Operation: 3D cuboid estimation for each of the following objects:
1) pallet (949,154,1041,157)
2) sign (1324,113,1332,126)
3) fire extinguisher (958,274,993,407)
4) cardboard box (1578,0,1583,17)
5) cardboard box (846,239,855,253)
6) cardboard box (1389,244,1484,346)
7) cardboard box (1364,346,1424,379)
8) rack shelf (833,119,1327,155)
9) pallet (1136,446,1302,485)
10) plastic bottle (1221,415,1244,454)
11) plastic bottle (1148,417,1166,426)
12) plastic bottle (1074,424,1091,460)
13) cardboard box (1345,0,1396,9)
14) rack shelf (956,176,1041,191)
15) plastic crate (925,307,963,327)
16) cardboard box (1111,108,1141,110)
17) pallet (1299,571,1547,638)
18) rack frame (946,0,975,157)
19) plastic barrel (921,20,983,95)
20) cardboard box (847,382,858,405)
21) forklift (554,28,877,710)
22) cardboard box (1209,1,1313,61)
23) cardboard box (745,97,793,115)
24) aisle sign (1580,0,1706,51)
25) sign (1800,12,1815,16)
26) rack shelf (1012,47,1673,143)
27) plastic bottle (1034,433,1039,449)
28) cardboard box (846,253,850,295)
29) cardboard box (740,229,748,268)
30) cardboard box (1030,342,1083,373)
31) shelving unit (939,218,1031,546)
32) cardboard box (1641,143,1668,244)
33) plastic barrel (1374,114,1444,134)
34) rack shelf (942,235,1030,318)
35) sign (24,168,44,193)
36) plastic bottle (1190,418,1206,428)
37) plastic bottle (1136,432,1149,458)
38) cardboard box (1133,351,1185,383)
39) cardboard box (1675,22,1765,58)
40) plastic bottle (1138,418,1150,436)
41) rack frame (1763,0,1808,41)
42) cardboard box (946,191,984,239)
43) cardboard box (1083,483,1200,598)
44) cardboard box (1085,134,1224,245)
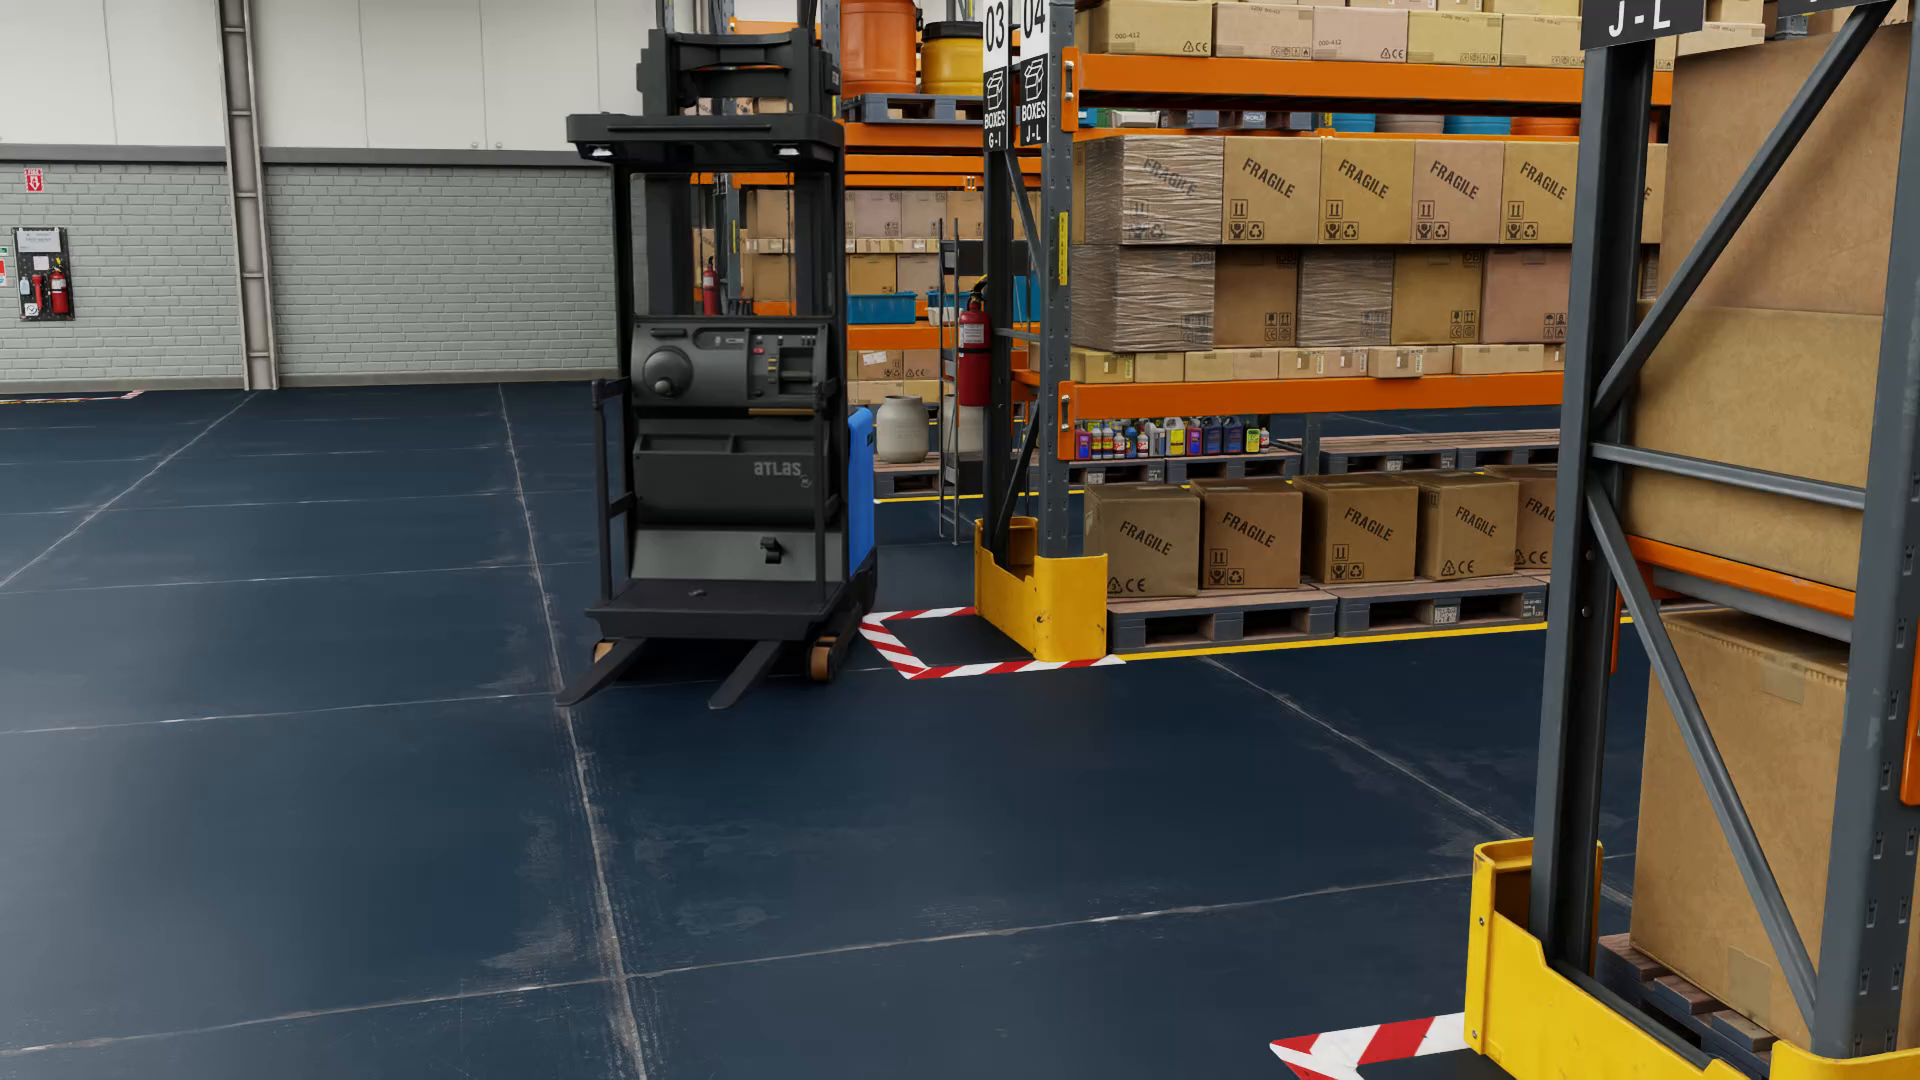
[{"bbox_3d":[0.581,-4.306,18.111,1.213,0.211,1.003,-3,11,-16],"label":"pallet"},{"bbox_3d":[2.917,-3.444,13.160,0.005,0.325,0.100,-3,11,-16],"label":"sign"},{"bbox_3d":[0.079,-1.033,8.589,0.183,0.674,0.296,-3,11,-16],"label":"fire extinguisher"},{"bbox_3d":[3.170,-2.687,8.384,0.250,0.149,0.380,-3,11,-18],"label":"cardboard box"},{"bbox_3d":[-1.275,-3.109,17.580,0.250,0.149,0.380,-3,11,-17],"label":"cardboard box"},{"bbox_3d":[2.275,-1.303,8.742,0.500,0.500,0.875,-3,11,-16],"label":"cardboard box"},{"bbox_3d":[2.125,-0.906,8.375,0.250,0.149,0.380,-3,11,-16],"label":"cardboard box"},{"bbox_3d":[0.854,-3.081,13.199,4.000,0.370,1.077,-3,11,-16],"label":"rack shelf"},{"bbox_3d":[2.117,-0.663,14.062,1.213,0.211,1.003,-3,11,-16],"label":"pallet"},{"bbox_3d":[2.236,-0.892,13.706,0.185,0.351,0.144,-3,11,-17],"label":"plastic bottle"},{"bbox_3d":[1.702,-0.996,14.273,0.185,0.351,0.144,-4,11,-18],"label":"plastic bottle"},{"bbox_3d":[0.984,-0.785,13.311,0.133,0.283,0.061,-3,11,-15],"label":"plastic bottle"},{"bbox_3d":[1.905,-2.628,8.067,0.250,0.149,0.380,-4,11,-19],"label":"cardboard box"},{"bbox_3d":[1.925,-5.005,23.653,4.000,0.370,1.077,-3,11,-16],"label":"rack shelf"},{"bbox_3d":[-0.118,-1.718,12.821,0.250,0.136,0.298,-3,11,-16],"label":"plastic crate"},{"bbox_3d":[1.996,-4.923,18.402,0.500,0.500,0.500,-3,11,-15],"label":"cardboard box"},{"bbox_3d":[2.350,0.274,8.974,1.213,0.211,1.003,-3,11,-16],"label":"pallet"},{"bbox_3d":[0.005,-6.733,22.767,0.127,3.000,1.000,-3,11,-16],"label":"rack frame"},{"bbox_3d":[-0.008,-3.712,12.962,0.600,0.588,0.600,0,10,0],"label":"plastic barrel"},{"bbox_3d":[-1.392,-1.588,17.823,0.500,0.250,0.500,-3,11,-16],"label":"cardboard box"},{"bbox_3d":[-1.099,-0.859,7.617,1.130,2.935,3.031,1,10,5],"label":"forklift"},{"bbox_3d":[1.346,-2.405,7.956,0.500,0.250,0.500,-3,11,-17],"label":"cardboard box"},{"bbox_3d":[-1.895,-4.549,17.356,0.637,0.503,0.797,-2,11,-12],"label":"cardboard box"},{"bbox_3d":[1.455,-1.457,3.496,0.004,0.787,0.394,-3,11,-16],"label":"aisle sign"},{"bbox_3d":[4.317,-2.835,8.449,0.005,0.325,0.100,-3,11,-16],"label":"sign"},{"bbox_3d":[2.238,-2.220,8.522,4.000,0.370,1.077,-3,11,-16],"label":"rack shelf"},{"bbox_3d":[0.681,-0.917,14.030,0.133,0.283,0.061,-3,11,-15],"label":"plastic bottle"},{"bbox_3d":[-1.493,-2.817,17.790,0.500,0.500,0.700,-3,11,-14],"label":"cardboard box"},{"bbox_3d":[-2.816,-3.881,22.128,0.500,0.500,0.500,-3,11,-16],"label":"cardboard box"},{"bbox_3d":[0.534,-0.924,8.474,0.250,0.149,0.380,-3,11,-16],"label":"cardboard box"},{"bbox_3d":[0.159,-1.041,10.902,0.503,2.100,0.431,-3,11,-16],"label":"shelving unit"},{"bbox_3d":[3.323,-1.791,8.629,0.500,0.500,0.500,-3,11,-16],"label":"cardboard box"},{"bbox_3d":[3.829,-3.879,14.163,0.600,0.901,0.600,0,10,0],"label":"plastic barrel"},{"bbox_3d":[0.159,-1.716,10.778,0.480,0.518,0.431,-3,11,-16],"label":"rack shelf"},{"bbox_3d":[-11.585,-4.501,20.809,0.199,0.298,0.001,-3,11,-16],"label":"sign"},{"bbox_3d":[1.986,-0.870,13.793,0.135,0.276,0.152,-3,11,-16],"label":"plastic bottle"},{"bbox_3d":[1.479,-0.774,13.479,0.097,0.201,0.097,0,10,0],"label":"plastic bottle"},{"bbox_3d":[0.903,-0.856,8.105,0.250,0.149,0.380,-3,11,-16],"label":"cardboard box"},{"bbox_3d":[3.793,-2.533,8.648,0.500,0.250,0.500,-3,11,-14],"label":"cardboard box"},{"bbox_3d":[1.571,-0.943,14.204,0.097,0.271,0.097,0,10,0],"label":"plastic bottle"},{"bbox_3d":[4.158,-4.150,8.735,0.127,3.000,1.000,-3,11,-16],"label":"rack frame"},{"bbox_3d":[0.003,-3.535,18.102,0.500,0.500,0.700,-3,11,-16],"label":"cardboard box"},{"bbox_3d":[0.922,-0.003,8.523,0.500,0.500,0.500,-1,10,-5],"label":"cardboard box"},{"bbox_3d":[0.922,-1.665,7.946,0.500,0.500,0.500,-3,11,-16],"label":"cardboard box"}]
